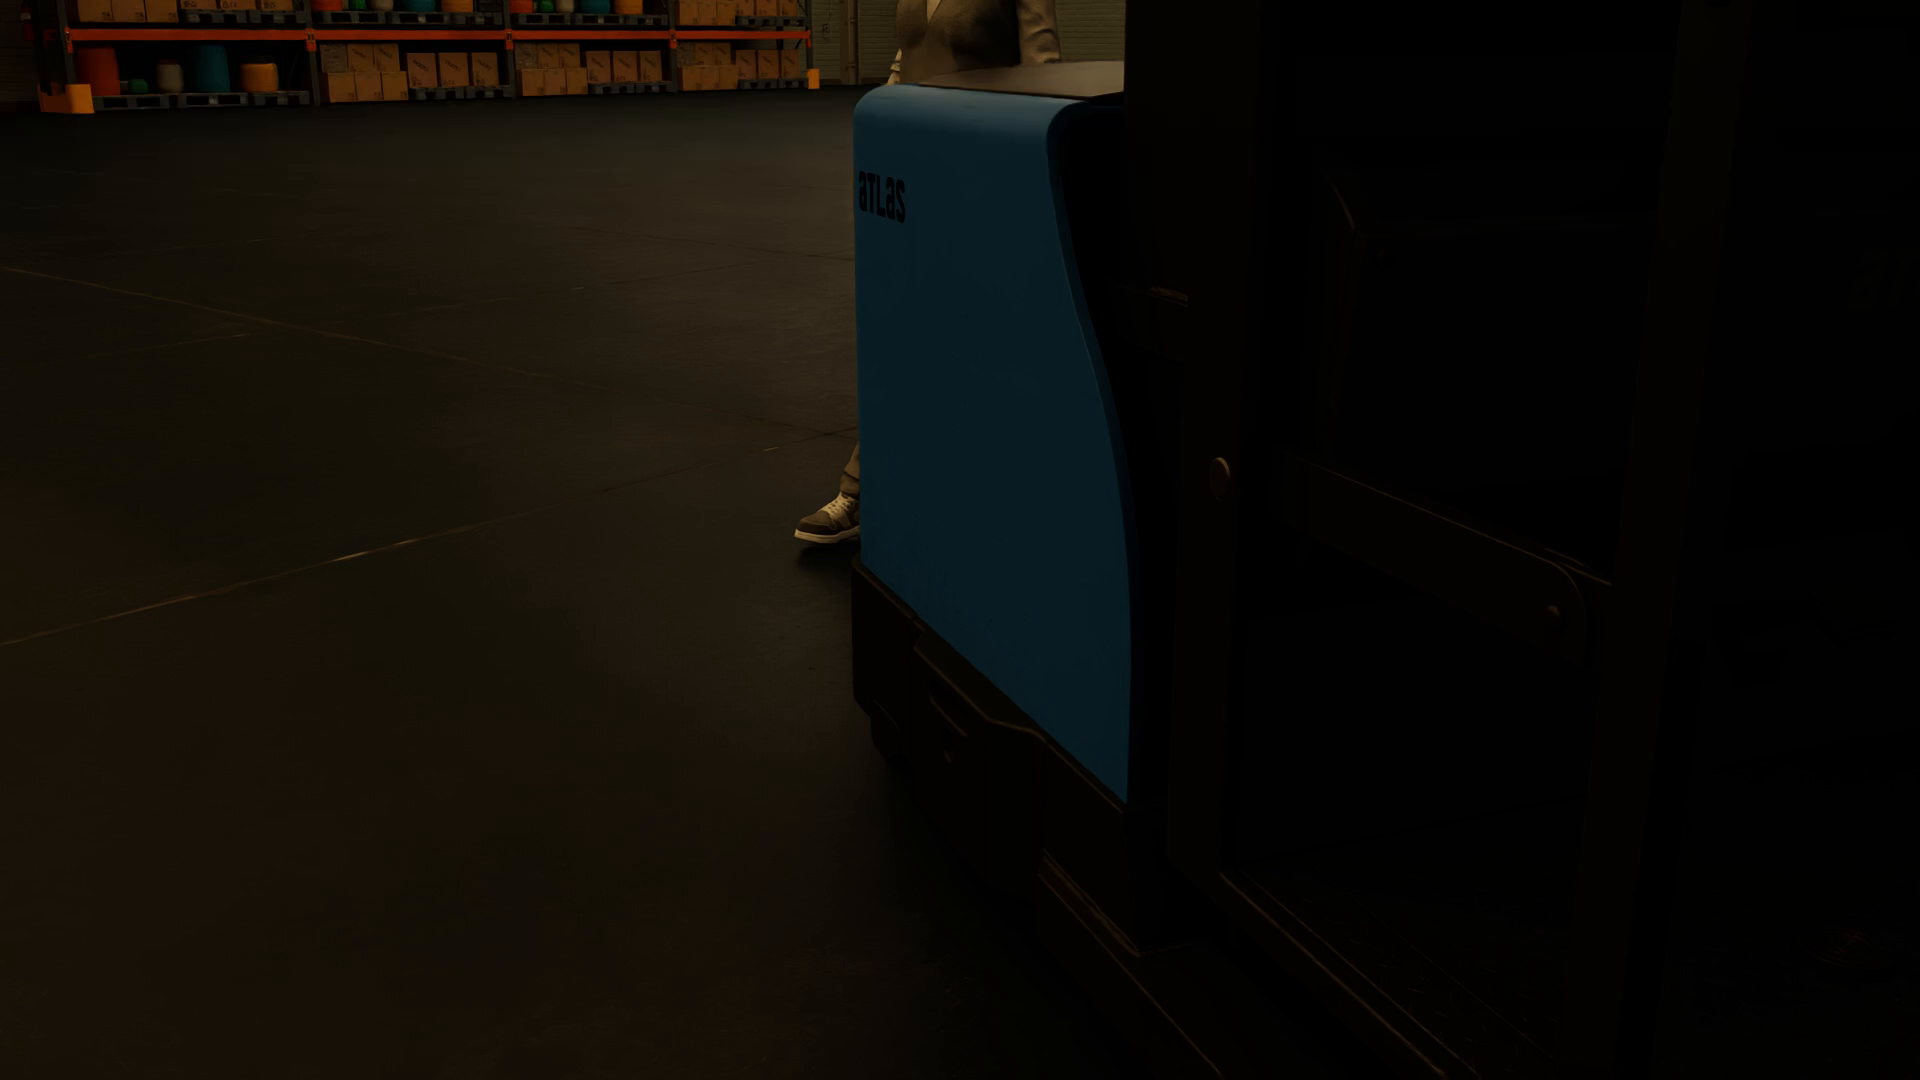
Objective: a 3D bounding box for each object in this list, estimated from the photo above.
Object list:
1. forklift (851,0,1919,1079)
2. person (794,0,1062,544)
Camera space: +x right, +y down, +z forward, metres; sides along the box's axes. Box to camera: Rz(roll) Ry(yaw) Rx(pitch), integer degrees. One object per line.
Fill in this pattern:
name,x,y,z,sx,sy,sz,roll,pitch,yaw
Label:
forklift,0.830,-0.736,1.321,1.130,2.935,3.031,-7,18,-21
person,-0.058,-0.757,3.661,0.520,1.600,0.472,13,21,37
